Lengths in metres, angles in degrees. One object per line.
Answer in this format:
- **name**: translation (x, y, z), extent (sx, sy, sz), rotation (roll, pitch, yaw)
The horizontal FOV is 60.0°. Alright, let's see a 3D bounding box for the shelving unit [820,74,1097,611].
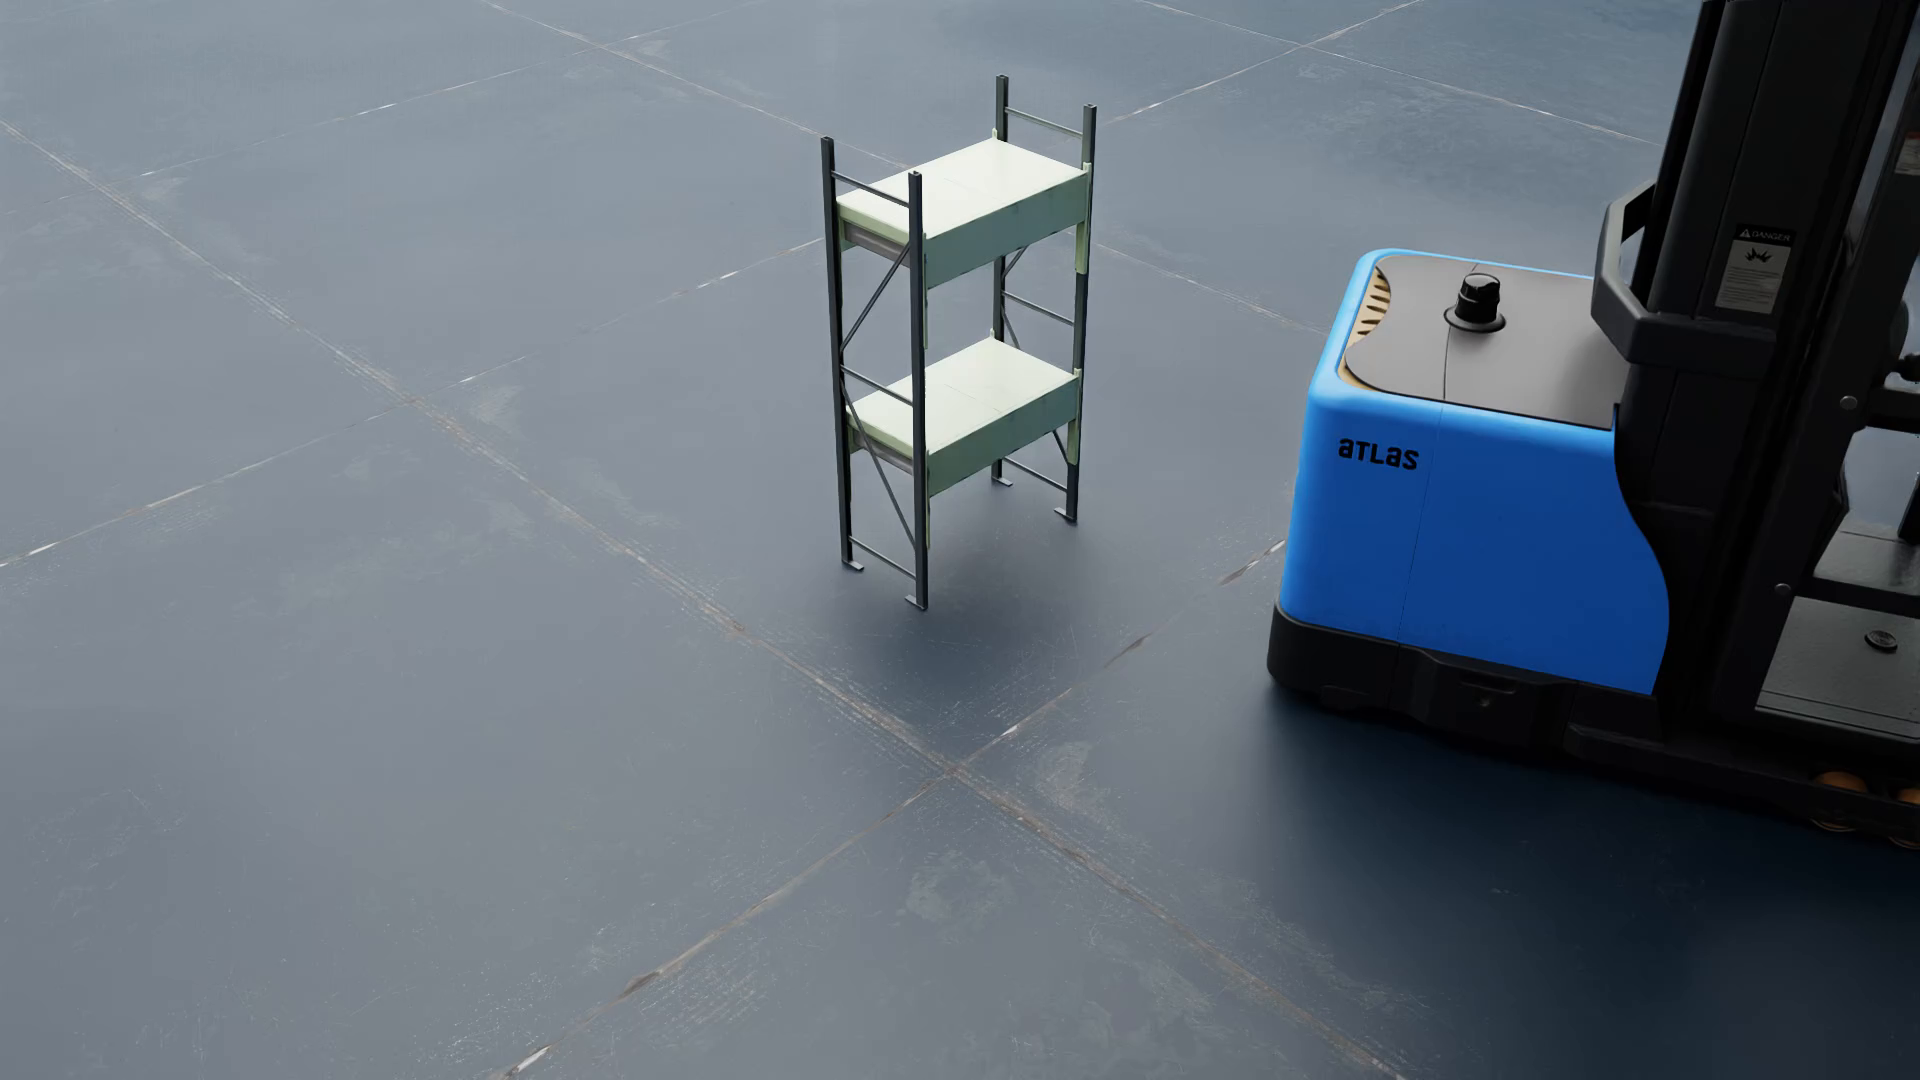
- **shelving unit**: translation (0.005, -0.618, 5.325), extent (0.431, 1.500, 0.755), rotation (30, 45, 35)

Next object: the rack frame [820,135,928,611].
- **rack frame**: translation (-0.253, -0.469, 5.112), extent (0.400, 1.500, 0.023), rotation (30, 45, 35)

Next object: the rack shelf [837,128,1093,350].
- **rack shelf**: translation (0.005, -0.938, 5.102), extent (0.431, 0.370, 0.720), rotation (30, 45, 35)

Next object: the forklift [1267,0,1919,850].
- **forklift**: translation (2.508, -0.703, 4.196), extent (3.031, 2.935, 1.130), rotation (12, 37, 16)

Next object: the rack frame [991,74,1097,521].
- **rack frame**: translation (0.263, -0.766, 5.538), extent (0.400, 1.500, 0.023), rotation (30, 45, 35)

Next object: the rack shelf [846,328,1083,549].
- **rack shelf**: translation (0.005, -0.350, 5.511), extent (0.431, 0.370, 0.720), rotation (30, 45, 35)
